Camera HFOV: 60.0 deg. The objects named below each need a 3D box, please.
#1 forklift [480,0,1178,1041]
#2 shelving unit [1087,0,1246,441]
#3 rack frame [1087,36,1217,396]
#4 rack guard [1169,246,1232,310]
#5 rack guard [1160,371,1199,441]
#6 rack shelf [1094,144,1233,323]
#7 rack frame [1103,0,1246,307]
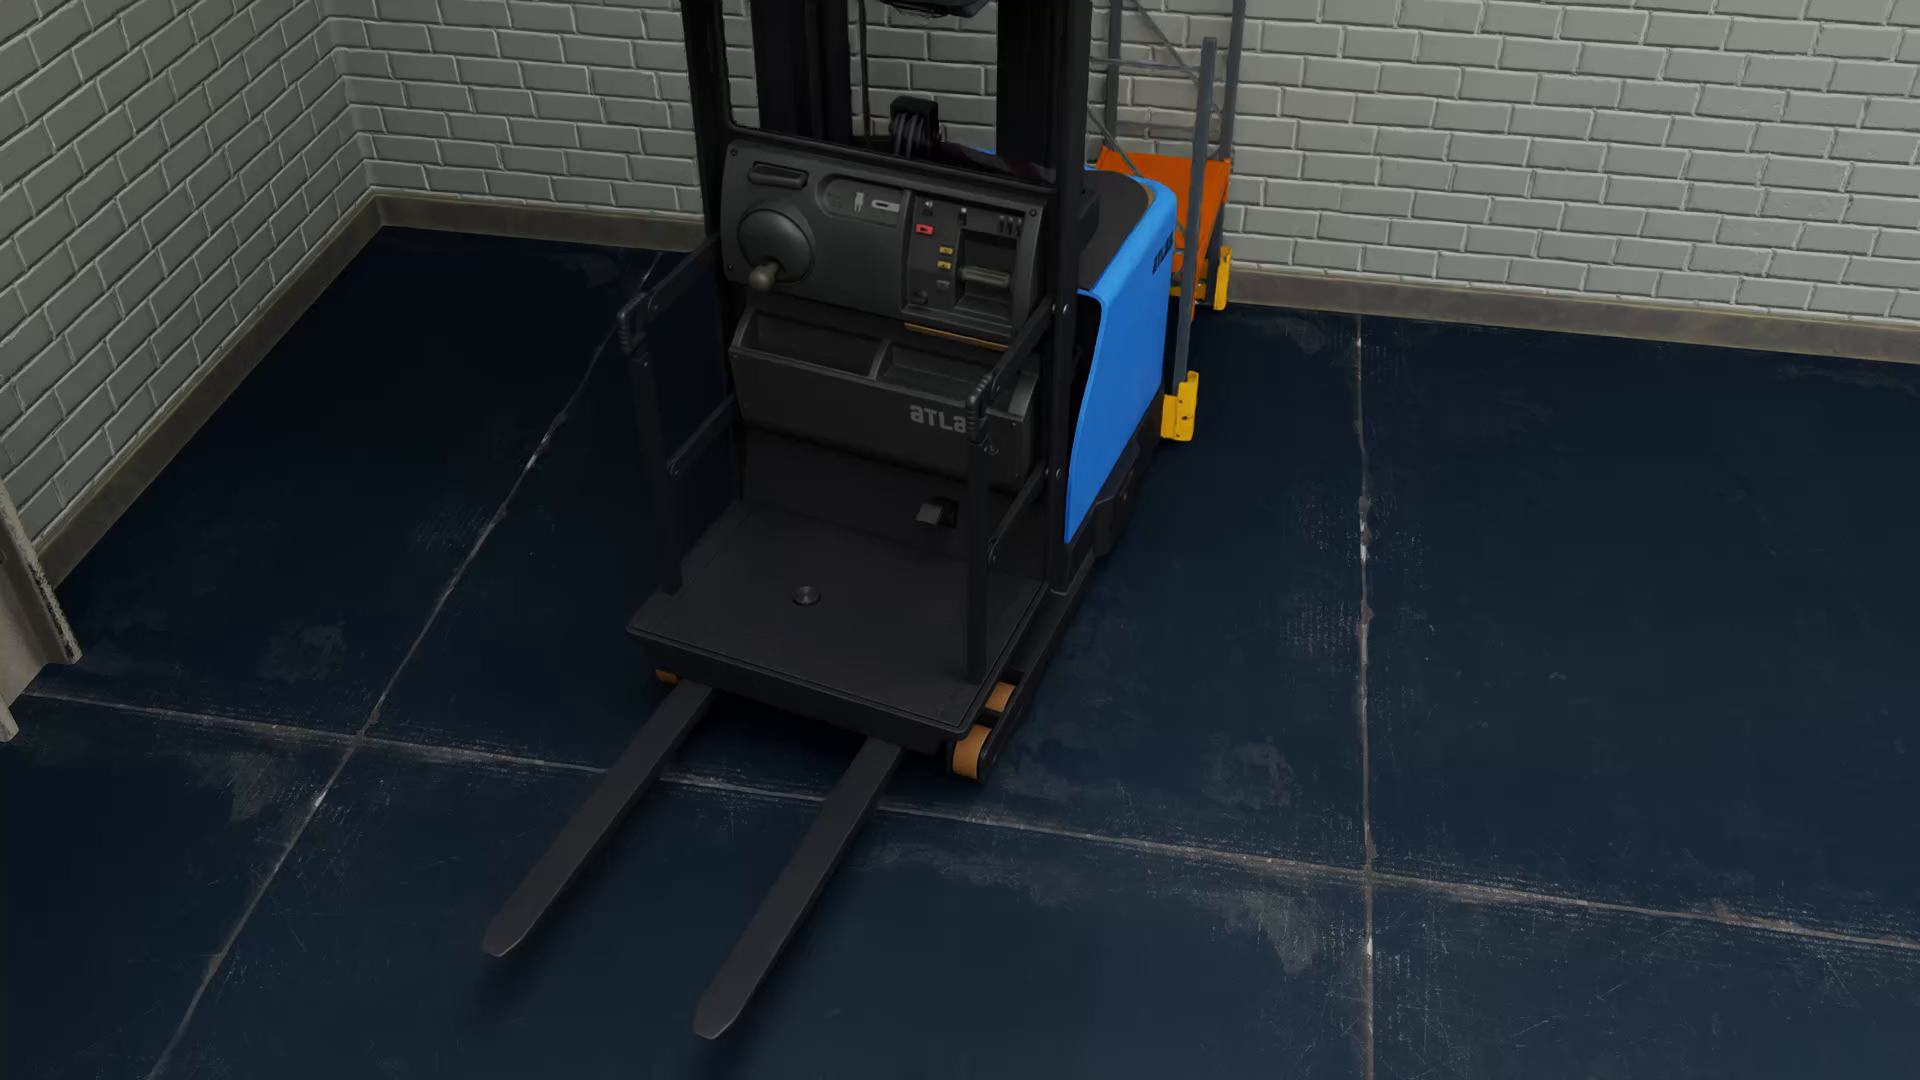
[{"bbox_3d":[-0.306,-0.737,4.341,1.130,2.935,3.031,15,42,17],"label":"forklift"},{"bbox_3d":[0.692,-1.316,6.121,0.587,1.500,1.083,9,38,11],"label":"shelving unit"},{"bbox_3d":[0.566,-1.012,5.722,0.500,1.500,0.032,9,38,11],"label":"rack frame"},{"bbox_3d":[0.816,-1.112,6.884,0.587,0.250,0.087,9,38,11],"label":"rack guard"},{"bbox_3d":[0.572,-0.526,6.116,0.587,0.250,0.087,9,38,11],"label":"rack guard"},{"bbox_3d":[0.690,-1.168,6.223,0.538,0.185,1.000,9,38,11],"label":"rack shelf"},{"bbox_3d":[0.814,-1.610,6.506,0.500,1.500,0.032,9,38,11],"label":"rack frame"}]
